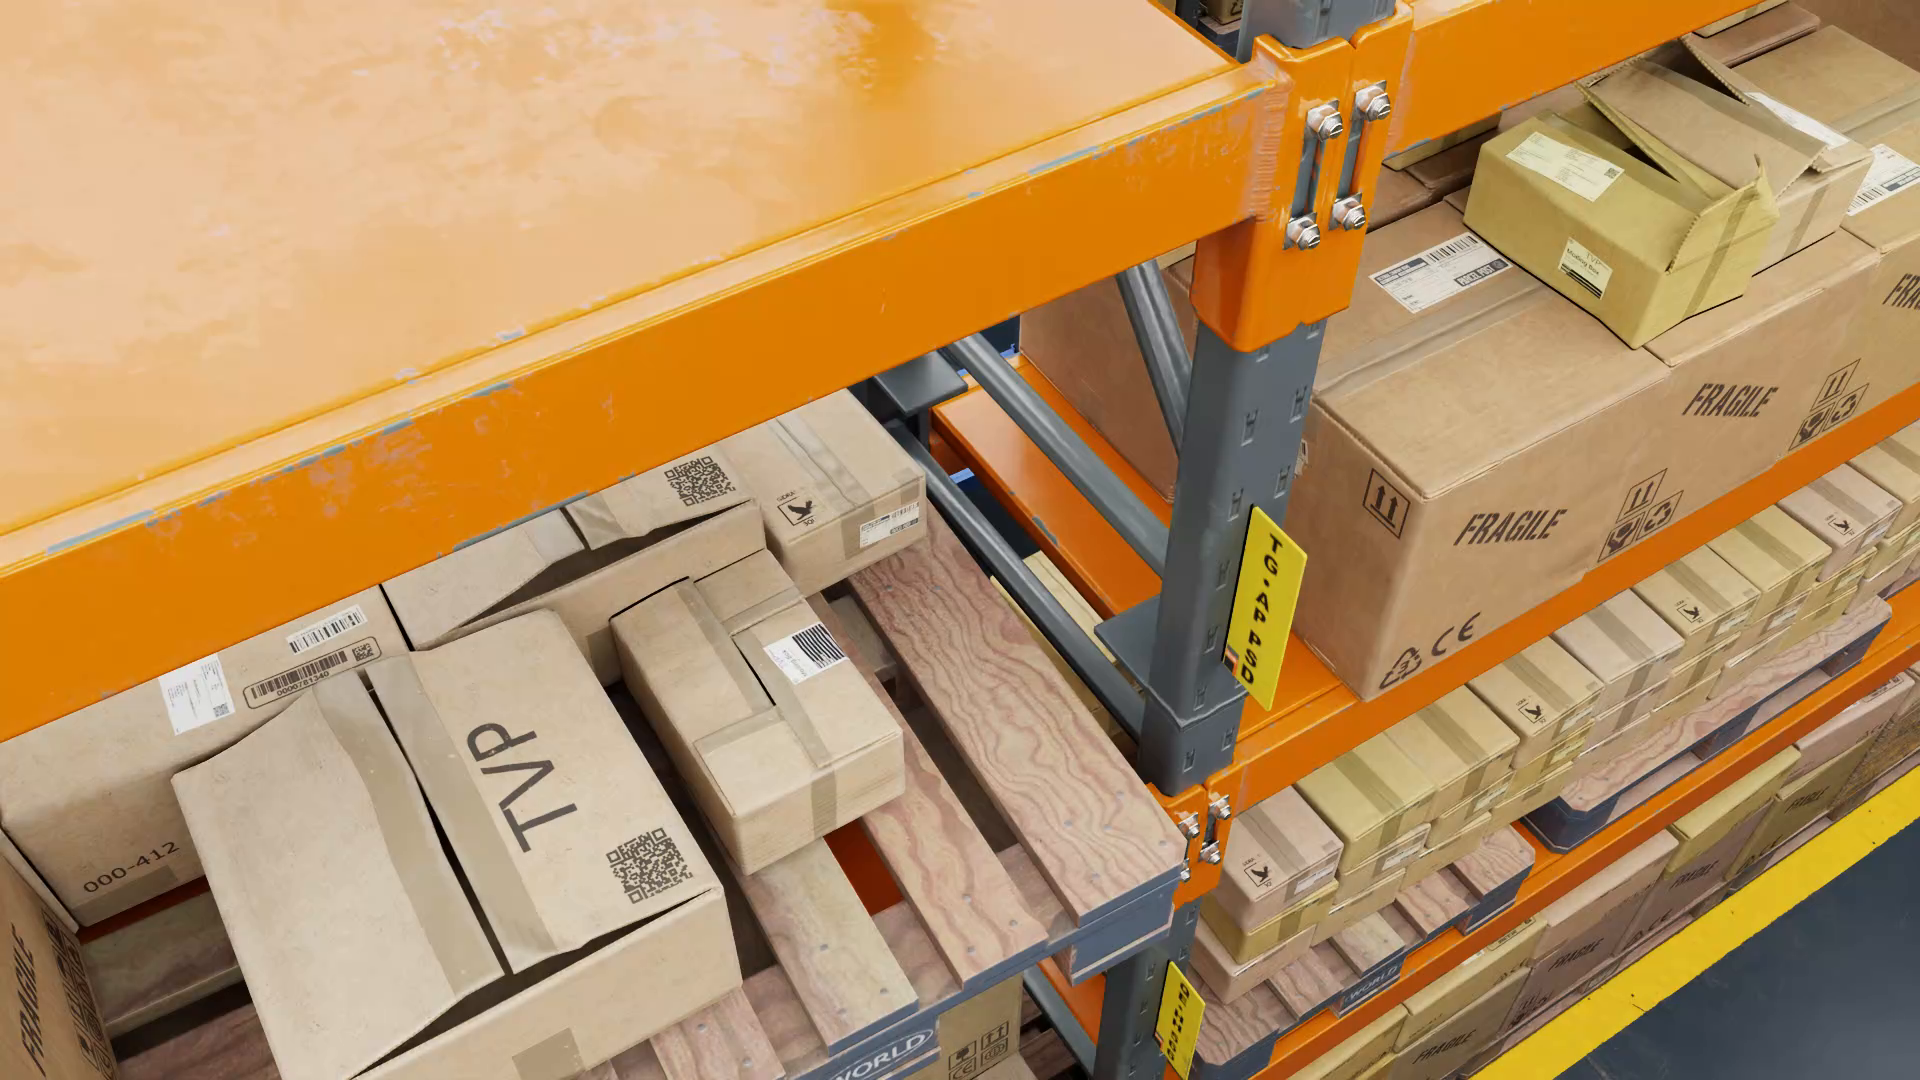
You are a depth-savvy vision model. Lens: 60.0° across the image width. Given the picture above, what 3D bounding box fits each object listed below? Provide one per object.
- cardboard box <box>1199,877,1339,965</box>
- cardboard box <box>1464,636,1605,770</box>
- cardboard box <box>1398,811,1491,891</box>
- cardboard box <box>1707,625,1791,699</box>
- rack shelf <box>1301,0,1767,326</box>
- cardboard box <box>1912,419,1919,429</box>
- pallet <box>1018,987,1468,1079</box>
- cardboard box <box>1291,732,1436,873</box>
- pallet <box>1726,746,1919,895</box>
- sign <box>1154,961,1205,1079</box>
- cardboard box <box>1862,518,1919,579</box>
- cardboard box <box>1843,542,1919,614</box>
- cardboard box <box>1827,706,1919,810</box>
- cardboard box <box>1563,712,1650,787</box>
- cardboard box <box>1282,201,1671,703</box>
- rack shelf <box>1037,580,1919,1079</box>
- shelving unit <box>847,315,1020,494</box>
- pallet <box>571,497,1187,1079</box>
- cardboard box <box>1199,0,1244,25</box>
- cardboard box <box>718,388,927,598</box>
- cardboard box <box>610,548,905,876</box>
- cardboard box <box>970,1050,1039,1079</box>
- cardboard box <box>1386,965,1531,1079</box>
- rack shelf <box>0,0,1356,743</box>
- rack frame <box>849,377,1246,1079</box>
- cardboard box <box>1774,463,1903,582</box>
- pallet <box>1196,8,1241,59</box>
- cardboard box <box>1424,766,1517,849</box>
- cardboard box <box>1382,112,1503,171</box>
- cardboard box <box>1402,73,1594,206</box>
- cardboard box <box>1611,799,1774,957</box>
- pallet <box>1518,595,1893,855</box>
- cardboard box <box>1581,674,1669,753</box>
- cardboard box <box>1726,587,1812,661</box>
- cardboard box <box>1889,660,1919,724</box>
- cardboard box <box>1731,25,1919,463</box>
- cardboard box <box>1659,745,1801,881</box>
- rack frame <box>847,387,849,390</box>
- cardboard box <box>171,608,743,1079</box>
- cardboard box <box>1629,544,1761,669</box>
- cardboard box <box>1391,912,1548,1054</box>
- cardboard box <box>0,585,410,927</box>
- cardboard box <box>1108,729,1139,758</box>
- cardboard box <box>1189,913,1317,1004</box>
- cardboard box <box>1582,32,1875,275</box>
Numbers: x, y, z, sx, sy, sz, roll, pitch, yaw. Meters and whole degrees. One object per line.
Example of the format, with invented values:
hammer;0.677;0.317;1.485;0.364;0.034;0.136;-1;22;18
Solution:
cardboard box;0.625;0.718;3.735;0.250;0.149;0.380;-23;52;-19
cardboard box;1.264;0.314;3.896;0.250;0.149;0.380;-27;54;-22
cardboard box;1.051;0.617;4.024;0.250;0.149;0.380;-23;52;-19
cardboard box;1.937;0.199;4.396;0.250;0.149;0.380;-27;54;-22
rack shelf;1.801;-1.481;2.738;4.000;0.370;1.077;-25;53;-21
cardboard box;2.589;-0.312;4.453;0.250;0.149;0.380;-25;53;-21
pallet;0.771;1.556;5.169;1.213;0.211;1.003;-25;53;-21
cardboard box;0.830;0.514;3.718;0.250;0.149;0.380;-27;54;-22
pallet;2.835;0.583;6.035;1.213;0.211;1.003;-25;53;-21
sign;0.408;0.903;3.107;0.005;0.325;0.100;-25;53;-21
cardboard box;2.378;-0.110;4.472;0.250;0.149;0.380;-28;54;-23
cardboard box;2.387;-0.012;4.584;0.250;0.149;0.380;-27;54;-22
cardboard box;3.001;0.490;5.643;0.500;0.500;0.500;-26;53;-21
cardboard box;1.502;0.401;4.217;0.250;0.149;0.380;-24;52;-20
cardboard box;0.735;-0.152;2.746;0.500;0.500;0.500;-25;53;-21
rack shelf;1.801;0.381;4.829;4.000;0.370;1.077;-25;53;-21
shelving unit;-0.072;-0.465;6.105;1.048;1.500;0.538;-25;53;-21
pallet;-0.407;0.294;2.543;1.003;0.211;1.213;-23;52;-19
cardboard box;1.532;-3.474;8.922;0.875;0.875;0.875;-25;53;-21
cardboard box;-0.258;-0.116;2.602;0.250;0.149;0.380;-27;54;-22
cardboard box;-0.280;0.223;2.287;0.250;0.166;0.380;-25;53;-21
cardboard box;-0.128;1.254;3.503;0.500;0.500;0.500;-25;53;-21
cardboard box;1.267;1.307;4.915;0.500;0.500;0.500;-25;53;-20
rack shelf;-1.582;0.113;1.319;4.000;0.370;1.077;-25;53;-21
rack frame;0.110;0.939;3.851;0.127;3.000;1.000;-25;53;-21
cardboard box;2.154;-0.107;4.271;0.250;0.149;0.380;-27;54;-22
pallet;1.616;-3.154;9.363;1.213;0.211;1.003;-25;53;-21
cardboard box;1.078;0.500;3.929;0.250;0.149;0.380;-27;54;-22
cardboard box;0.739;-0.886;2.888;0.258;0.266;0.396;-25;53;-21
cardboard box;0.873;-0.688;3.224;0.500;0.500;0.500;-25;53;-21
cardboard box;2.131;0.896;5.281;0.500;0.500;0.500;-26;53;-22
pallet;1.762;0.188;4.648;1.213;0.211;1.003;-25;53;-21
cardboard box;1.502;0.301;4.107;0.250;0.149;0.380;-25;53;-21
cardboard box;1.940;0.094;4.291;0.250;0.149;0.380;-23;52;-20
cardboard box;2.997;0.243;5.360;0.500;0.250;0.500;-27;53;-22
cardboard box;1.574;-0.558;3.108;0.500;0.500;0.500;-25;53;-21
cardboard box;2.116;0.659;4.990;0.500;0.250;0.500;-27;54;-22
rack frame;-0.502;-0.262;5.925;0.032;1.500;0.500;-25;53;-21
cardboard box;-0.614;0.404;2.030;0.500;0.311;0.500;-25;53;-21
cardboard box;1.714;0.098;4.088;0.250;0.149;0.380;-24;52;-20
cardboard box;1.251;1.057;4.636;0.500;0.250;0.500;-26;53;-21
cardboard box;-1.044;0.167;2.282;0.500;0.250;0.500;-24;53;-20
cardboard box;0.281;0.396;4.221;0.250;0.149;0.380;-24;53;-20
cardboard box;0.596;0.832;3.833;0.250;0.149;0.380;-26;53;-21
cardboard box;1.229;-0.666;2.692;0.258;0.266;0.396;-25;53;-21
